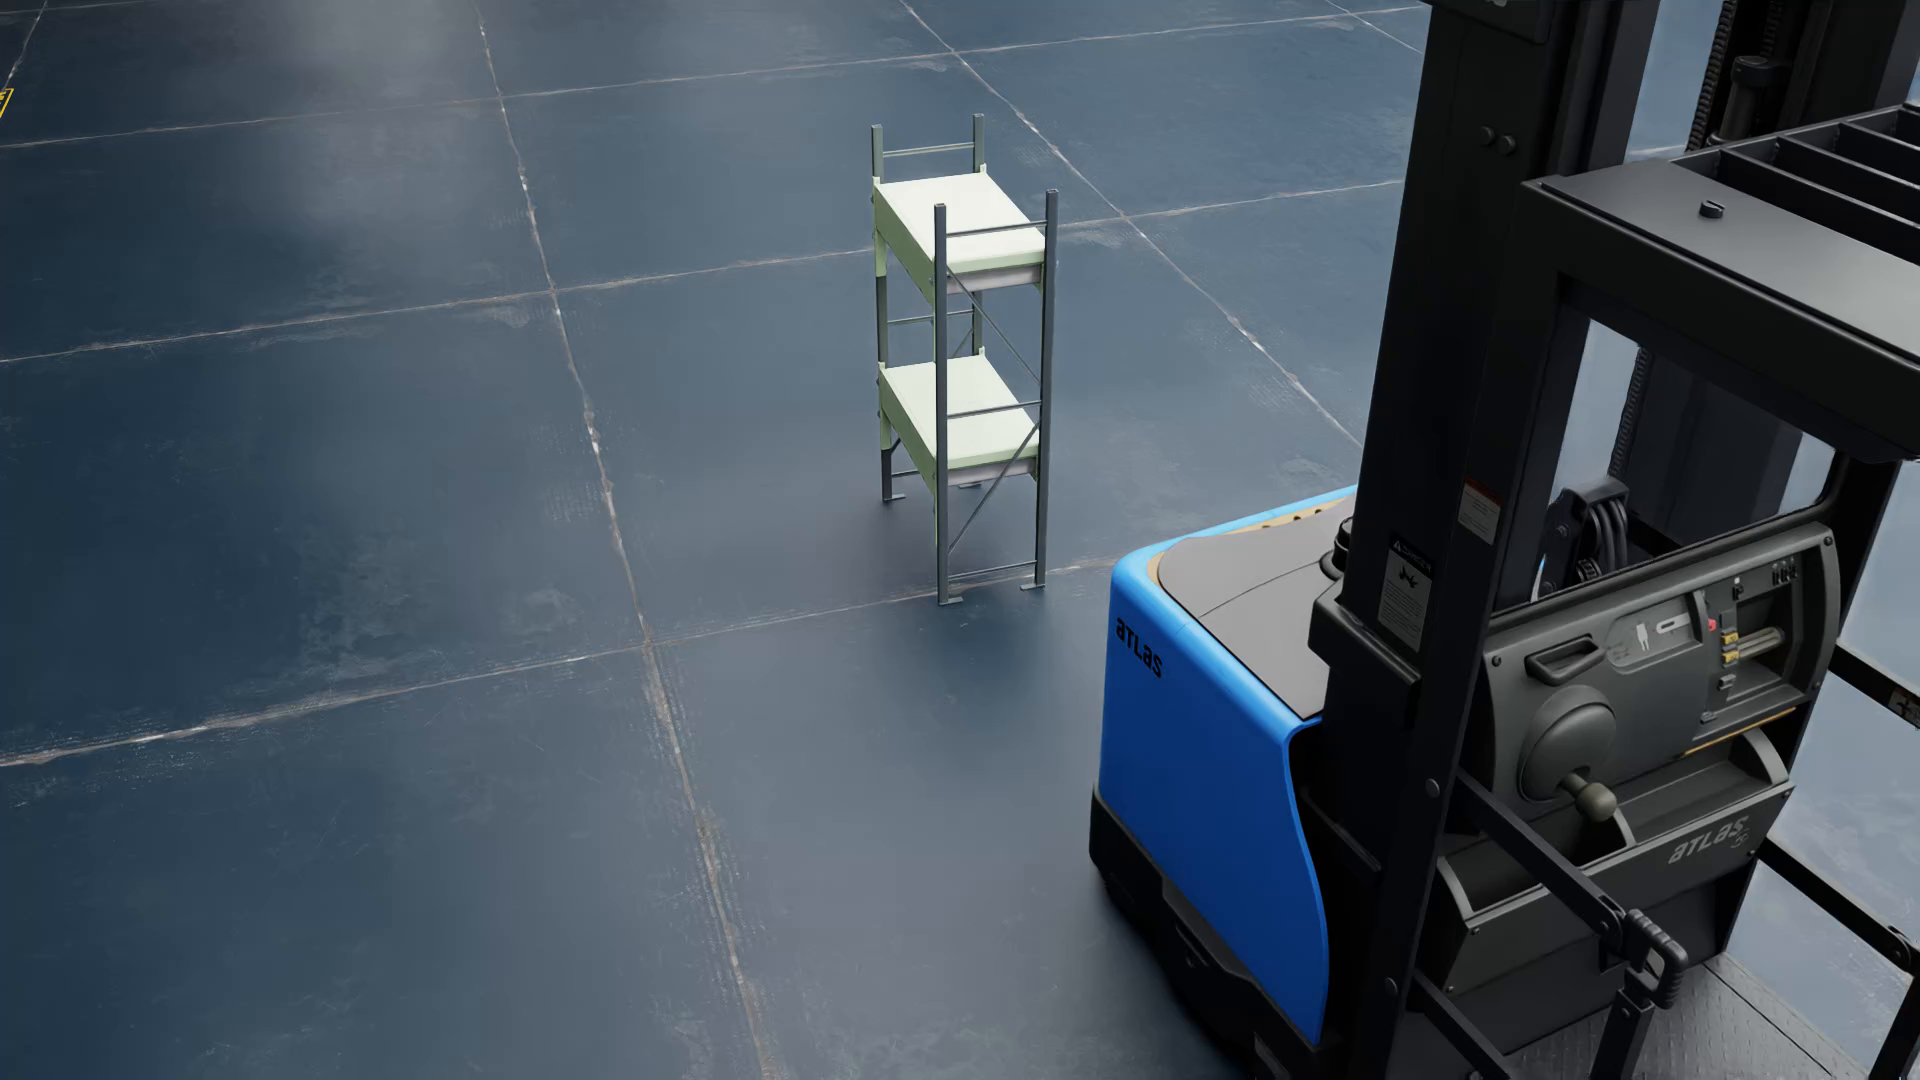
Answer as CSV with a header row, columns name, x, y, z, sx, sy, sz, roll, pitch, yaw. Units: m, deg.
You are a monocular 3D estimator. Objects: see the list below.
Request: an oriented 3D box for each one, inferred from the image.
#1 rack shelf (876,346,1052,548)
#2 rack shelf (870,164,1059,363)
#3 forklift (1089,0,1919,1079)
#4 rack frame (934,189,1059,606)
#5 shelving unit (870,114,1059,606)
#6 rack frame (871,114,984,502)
name,x,y,z,sx,sy,sz,roll,pitch,yaw
rack shelf,0.002,-0.350,6.011,0.431,0.370,0.720,-10,35,-15
rack shelf,0.002,-0.948,5.616,0.431,0.370,0.720,-10,35,-15
forklift,1.489,0.316,3.113,1.130,2.935,3.031,-16,37,-22
rack frame,0.114,-0.430,5.540,0.400,1.500,0.023,-10,35,-15
shelving unit,0.002,-0.622,5.831,0.431,1.500,0.755,-10,35,-15
rack frame,-0.110,-0.814,6.122,0.400,1.500,0.023,-10,35,-15
